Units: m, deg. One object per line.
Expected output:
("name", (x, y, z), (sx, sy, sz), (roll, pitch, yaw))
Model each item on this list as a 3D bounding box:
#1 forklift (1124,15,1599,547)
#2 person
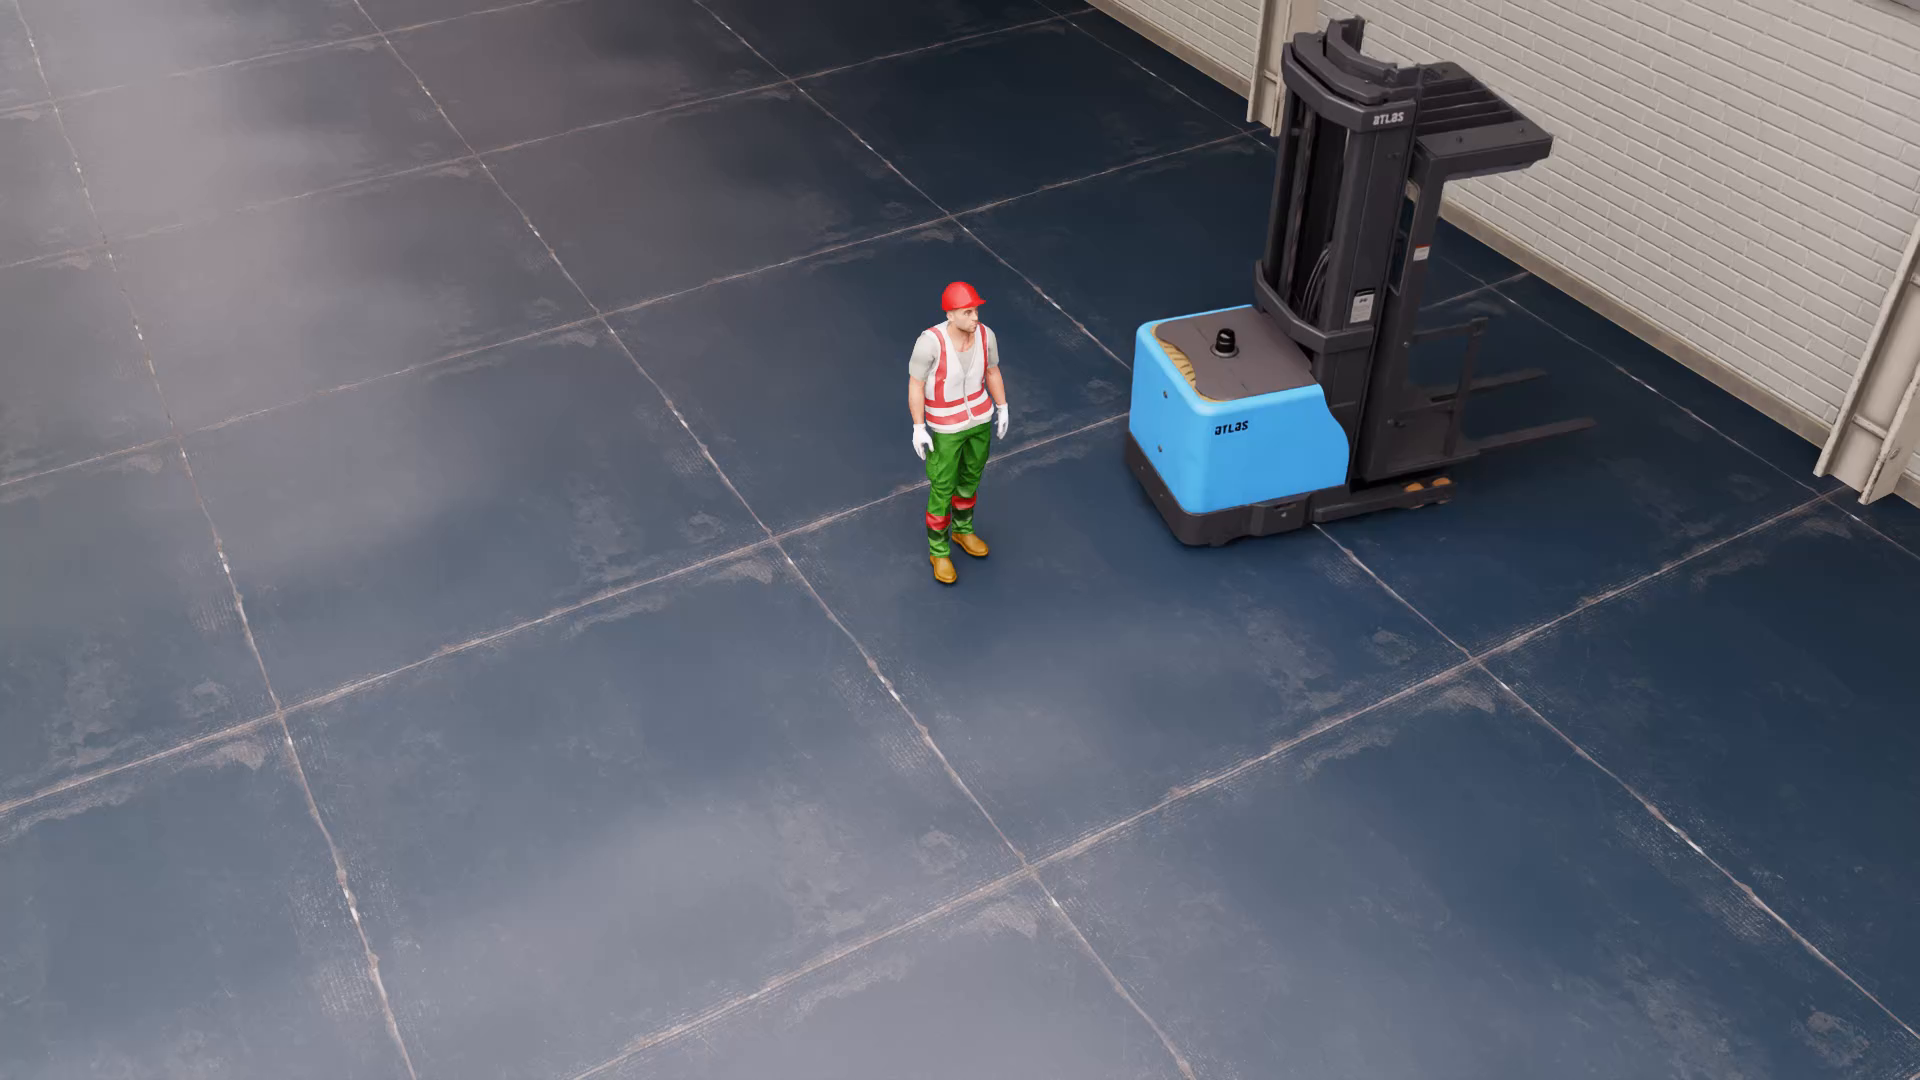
("forklift", (2.651, -1.633, 10.005), (3.031, 2.935, 1.130), (-12, 41, -14))
("person", (0.030, -0.644, 9.700), (0.637, 1.782, 0.564), (-20, 44, -23))
